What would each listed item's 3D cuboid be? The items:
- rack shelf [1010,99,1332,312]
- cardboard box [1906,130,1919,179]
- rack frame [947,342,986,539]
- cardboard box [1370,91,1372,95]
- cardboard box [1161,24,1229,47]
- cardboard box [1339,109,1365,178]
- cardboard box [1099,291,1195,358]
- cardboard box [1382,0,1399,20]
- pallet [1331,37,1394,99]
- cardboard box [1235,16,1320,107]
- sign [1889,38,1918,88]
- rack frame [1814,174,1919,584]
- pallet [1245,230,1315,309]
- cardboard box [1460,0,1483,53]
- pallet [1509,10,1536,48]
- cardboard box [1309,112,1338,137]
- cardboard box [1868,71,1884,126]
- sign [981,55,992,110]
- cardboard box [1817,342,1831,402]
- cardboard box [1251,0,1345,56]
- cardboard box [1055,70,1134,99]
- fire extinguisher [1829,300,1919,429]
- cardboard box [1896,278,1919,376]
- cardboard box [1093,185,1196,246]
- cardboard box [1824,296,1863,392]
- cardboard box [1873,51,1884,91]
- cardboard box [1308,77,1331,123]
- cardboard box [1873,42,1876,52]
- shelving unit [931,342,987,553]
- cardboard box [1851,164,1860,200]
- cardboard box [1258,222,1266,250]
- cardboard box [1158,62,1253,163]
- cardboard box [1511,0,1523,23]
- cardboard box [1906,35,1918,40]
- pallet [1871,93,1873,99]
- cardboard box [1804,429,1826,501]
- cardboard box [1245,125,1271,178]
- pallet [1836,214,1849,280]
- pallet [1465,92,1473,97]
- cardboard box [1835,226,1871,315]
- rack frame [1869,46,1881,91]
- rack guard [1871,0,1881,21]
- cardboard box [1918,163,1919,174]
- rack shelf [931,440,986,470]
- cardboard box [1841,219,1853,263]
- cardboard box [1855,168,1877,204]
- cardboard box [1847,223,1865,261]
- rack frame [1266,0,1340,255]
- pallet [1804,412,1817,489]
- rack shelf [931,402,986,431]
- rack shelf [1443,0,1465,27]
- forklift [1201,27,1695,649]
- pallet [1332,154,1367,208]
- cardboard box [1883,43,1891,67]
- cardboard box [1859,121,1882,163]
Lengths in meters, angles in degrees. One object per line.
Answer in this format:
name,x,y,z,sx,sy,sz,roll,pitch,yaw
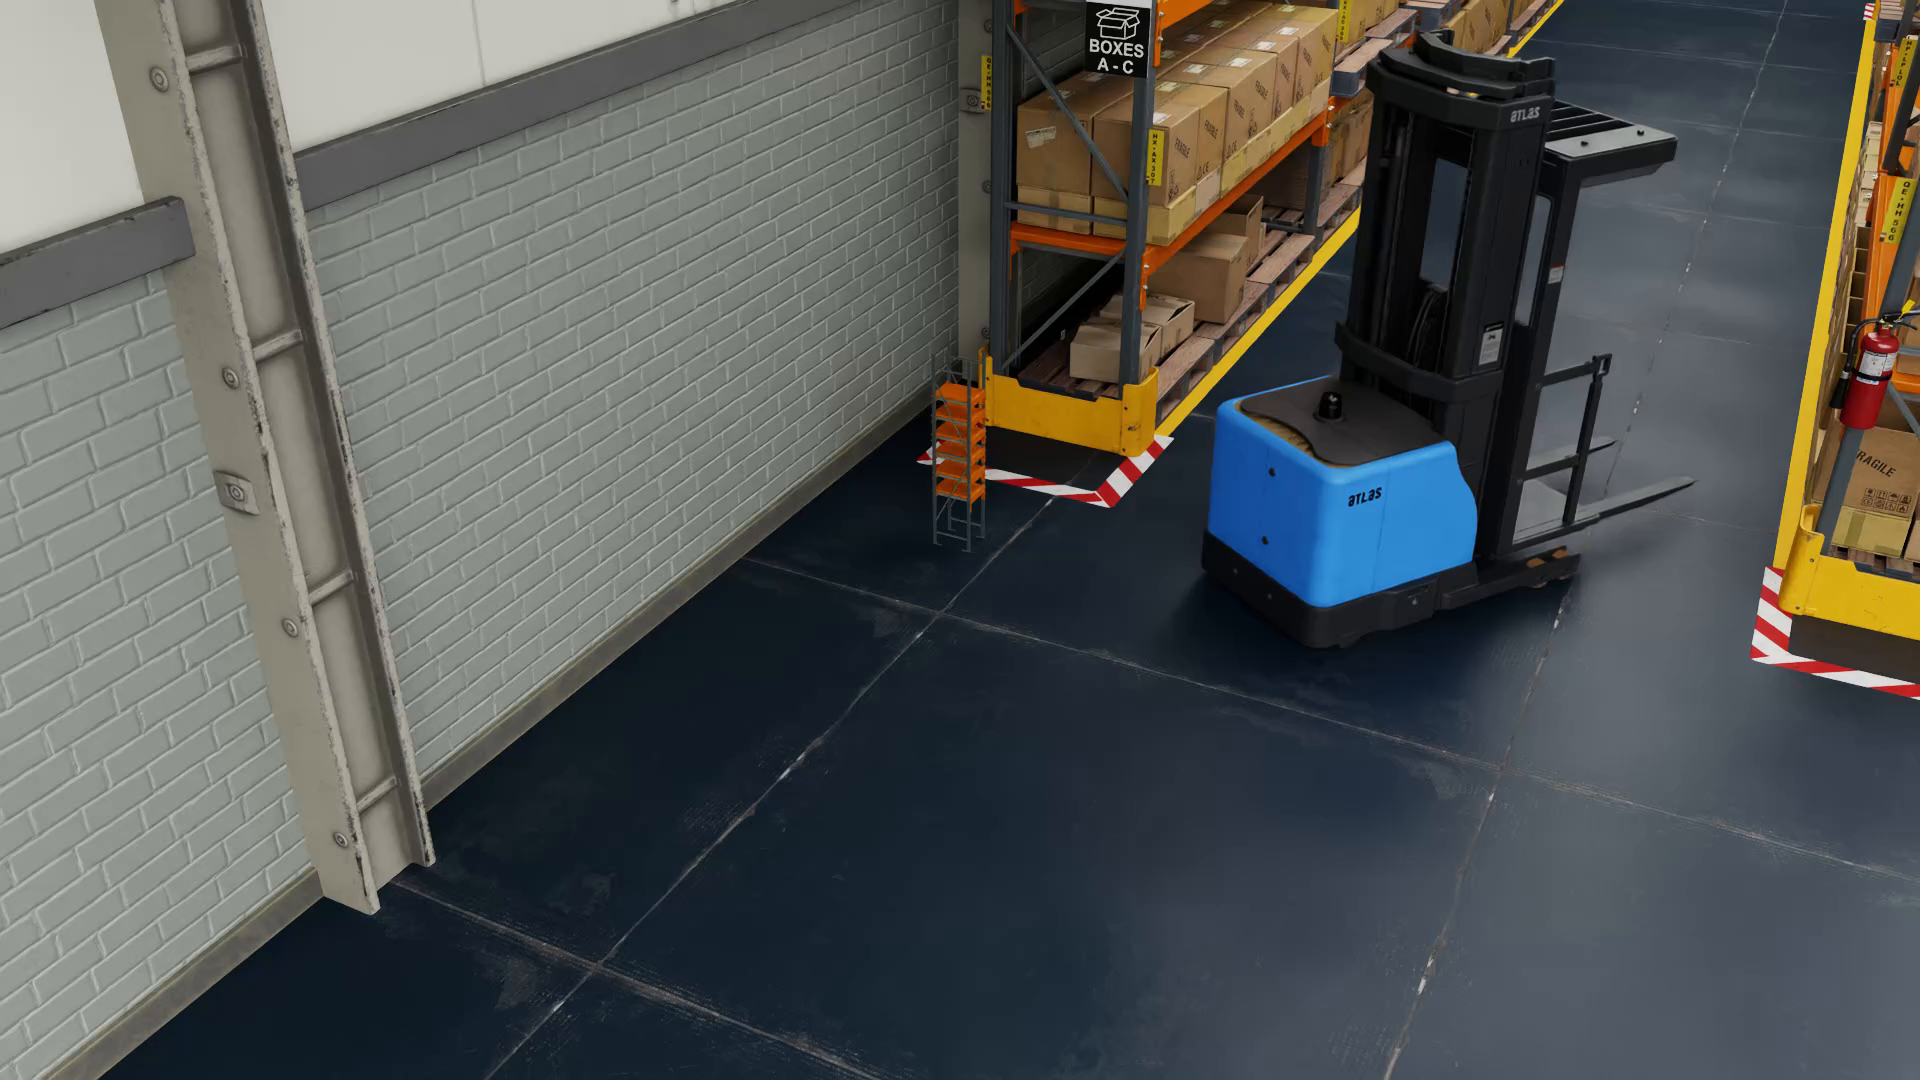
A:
rack shelf,1.572,-2.571,11.937,1.077,0.370,4.000,14,33,23
cardboard box,6.698,-2.493,10.978,0.700,0.500,0.500,13,32,22
rack frame,0.035,-0.554,9.511,0.240,1.200,0.006,14,33,23
cardboard box,3.708,-4.405,15.725,0.500,0.250,0.500,15,33,24
cardboard box,1.612,-3.429,12.087,0.500,0.500,0.500,15,33,25
cardboard box,3.263,-3.664,15.187,0.700,0.500,0.500,15,33,24
cardboard box,1.316,-1.560,11.713,0.500,0.311,0.500,17,34,27
cardboard box,3.552,-5.009,14.918,0.700,0.500,0.500,14,33,23
pallet,2.961,-3.992,13.882,1.003,0.211,1.213,14,33,23
cardboard box,2.321,-3.536,12.273,0.500,0.500,0.500,14,33,23
sign,6.407,-3.234,11.286,0.100,0.325,0.005,14,33,23
rack frame,5.073,-0.874,8.260,1.000,3.000,0.127,14,33,23
pallet,2.209,-2.255,13.464,1.003,0.211,1.213,14,33,23
cardboard box,5.162,-5.476,18.010,0.750,0.750,0.750,14,33,23
pallet,6.544,-6.426,20.729,1.003,0.211,1.213,14,33,23
cardboard box,3.001,-3.728,14.544,0.500,0.250,0.500,14,33,22
cardboard box,9.170,-4.225,16.163,0.500,0.500,0.500,13,32,22
sign,0.176,-2.770,10.082,0.100,0.325,0.005,14,33,23
cardboard box,5.949,-1.059,10.922,0.500,0.250,0.500,14,33,23
cardboard box,2.745,-4.222,13.547,0.700,0.500,0.500,14,33,23
cardboard box,0.925,-2.743,10.892,0.500,0.500,0.500,15,33,24
fire extinguisher,4.605,-0.894,8.372,0.296,0.674,0.183,14,33,23
cardboard box,5.297,-1.122,8.591,0.700,0.500,0.500,14,33,23
cardboard box,1.166,-2.084,10.498,0.500,0.250,0.500,13,32,22
cardboard box,5.723,-1.162,10.348,0.500,0.500,0.500,14,33,23
cardboard box,9.869,-4.903,17.344,0.500,0.500,0.500,15,33,24
cardboard box,2.537,-3.434,12.849,0.500,0.250,0.500,14,33,23
cardboard box,10.664,-5.645,18.989,0.380,0.149,0.250,14,33,23
shelving unit,-0.007,-0.514,9.440,0.258,1.200,0.189,14,33,23
cardboard box,7.989,-3.022,14.340,0.500,0.250,0.500,13,32,22
cardboard box,2.266,-2.488,13.473,0.380,0.166,0.250,10,31,17
cardboard box,1.621,-2.853,11.084,0.500,0.500,0.500,13,32,22
cardboard box,6.559,-6.722,20.533,0.700,0.500,0.500,15,33,24
cardboard box,8.137,-4.030,13.844,0.500,0.311,0.500,14,33,23
pallet,10.202,-4.615,17.576,1.003,0.211,1.213,14,33,23
cardboard box,5.271,-0.393,9.762,0.500,0.250,0.500,14,33,23
cardboard box,1.859,-2.766,11.685,0.500,0.250,0.500,15,33,24
pallet,7.750,-2.317,13.572,1.003,0.211,1.213,14,33,23
pallet,5.289,-5.205,18.602,1.003,0.211,1.213,14,33,23
cardboard box,6.405,-1.828,11.507,0.500,0.500,0.500,14,33,23
rack frame,10.539,-6.194,17.524,1.000,3.000,0.127,14,33,23
rack guard,12.327,-6.850,21.176,1.175,0.500,0.348,14,33,23
cardboard box,5.897,-2.209,9.834,0.380,0.149,0.250,14,33,23
rack shelf,-0.007,-0.475,9.462,0.258,0.103,0.180,14,33,23
cardboard box,7.290,-2.338,13.148,0.500,0.250,0.500,15,33,24
cardboard box,7.517,-2.800,13.389,0.500,0.311,0.500,14,33,23
cardboard box,6.824,-2.125,12.215,0.500,0.311,0.500,14,33,23
rack frame,2.483,-3.770,13.302,1.000,3.000,0.127,14,33,23
pallet,5.941,-0.552,10.500,1.003,0.211,1.213,14,33,23
rack shelf,-0.007,-0.683,9.343,0.258,0.103,0.180,14,33,23
rack shelf,5.216,-6.117,18.113,1.077,0.370,4.000,14,33,23
forklift,2.900,-1.218,8.927,3.031,2.935,1.130,-15,33,-24
pallet,3.391,-3.449,15.544,1.003,0.211,1.213,14,33,23
cardboard box,9.418,-4.801,16.414,0.500,0.250,0.500,14,33,22
cardboard box,8.217,-3.488,14.588,0.500,0.311,0.500,15,33,25
